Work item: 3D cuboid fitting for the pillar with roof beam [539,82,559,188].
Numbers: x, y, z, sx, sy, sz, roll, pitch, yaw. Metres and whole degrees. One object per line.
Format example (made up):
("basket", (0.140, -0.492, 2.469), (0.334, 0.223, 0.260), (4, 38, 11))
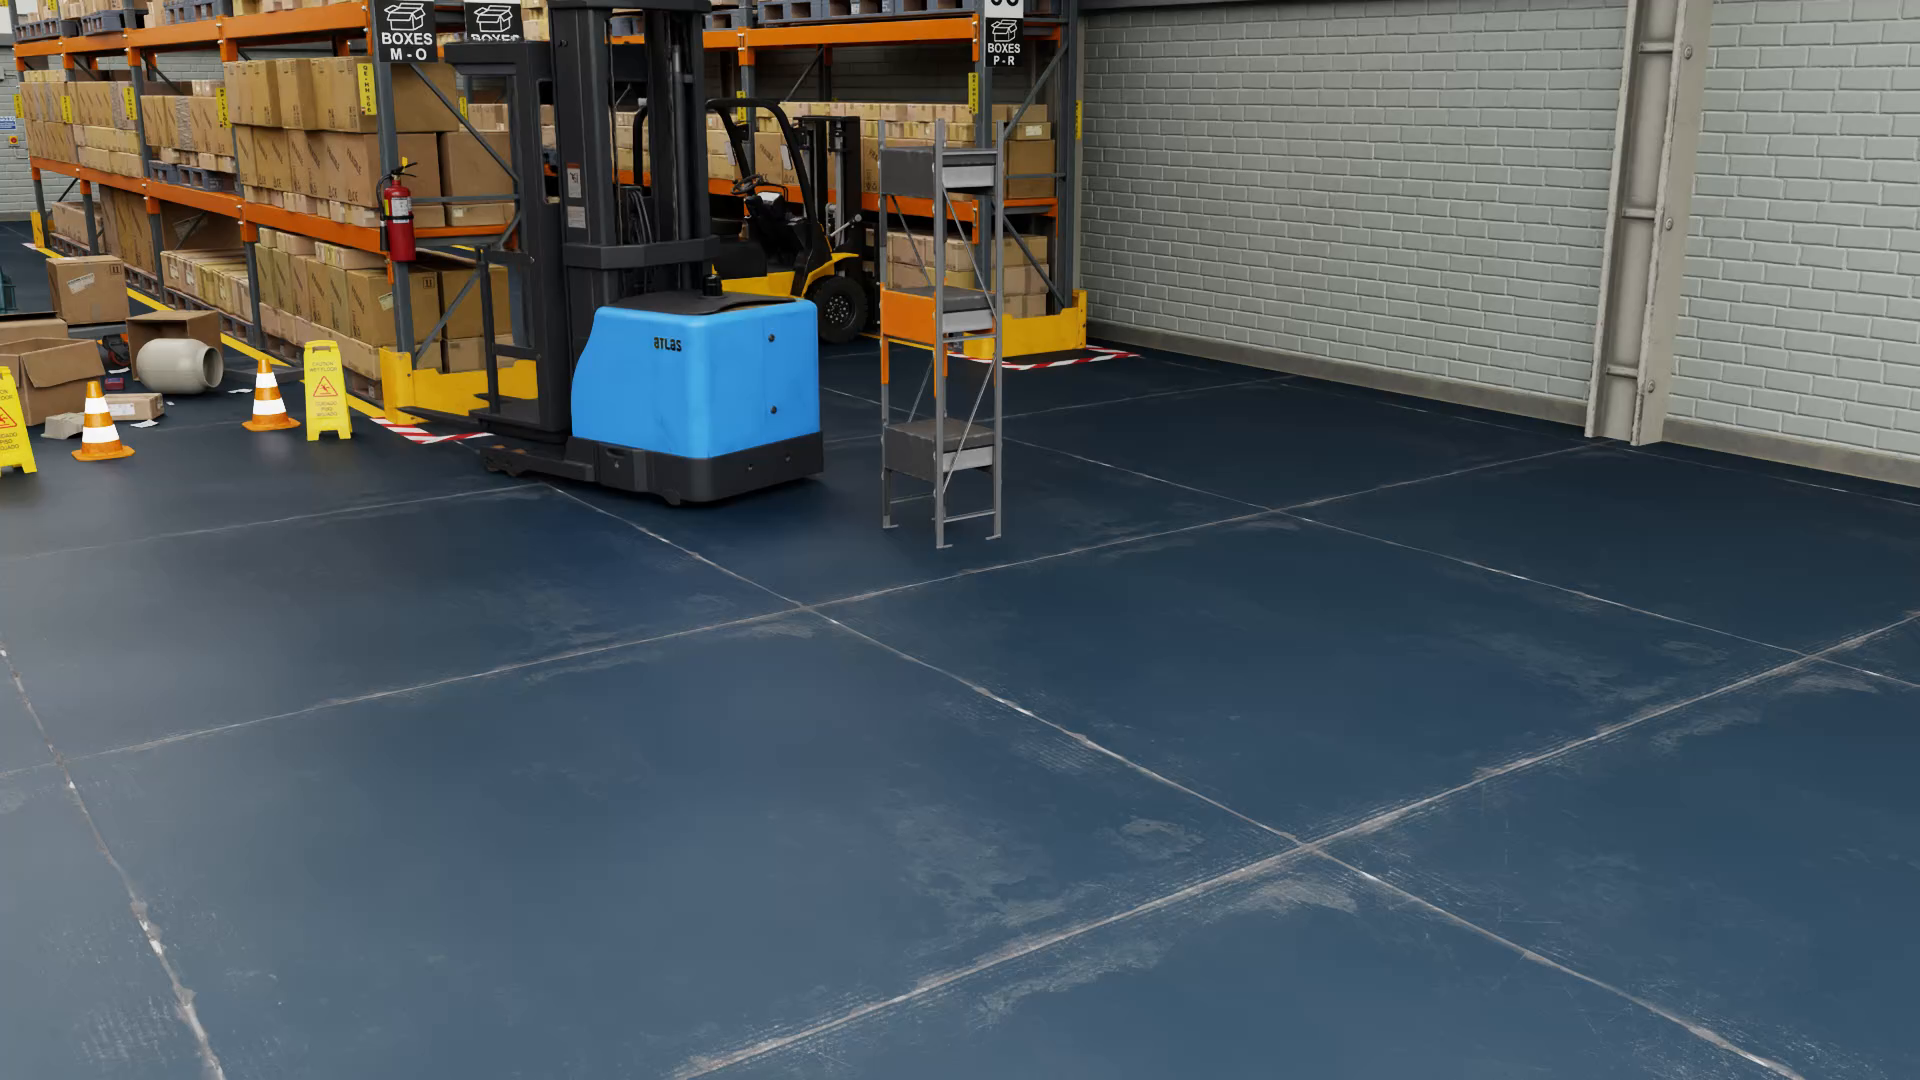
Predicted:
("pillar with roof beam", (-9.655, -8.193, 21.464), (9.100, 9.000, 0.400), (-11, 19, -35))

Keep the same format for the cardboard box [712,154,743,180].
("cardboard box", (-2.297, -3.965, 17.666), (0.500, 0.250, 0.500), (-10, 18, -33))

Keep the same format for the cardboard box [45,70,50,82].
("cardboard box", (-11.801, -6.100, 21.870), (0.380, 0.149, 0.250), (-11, 19, -35))

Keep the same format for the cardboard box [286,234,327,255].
("cardboard box", (-5.184, -2.380, 13.353), (0.380, 0.149, 0.250), (-10, 18, -31))

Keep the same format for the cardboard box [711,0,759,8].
("cardboard box", (-2.411, -5.742, 17.375), (0.500, 0.311, 0.500), (-12, 19, -36))

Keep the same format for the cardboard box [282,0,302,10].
("cardboard box", (-4.825, -4.025, 12.393), (0.380, 0.149, 0.250), (-11, 19, -35))

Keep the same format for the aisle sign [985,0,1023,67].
("aisle sign", (0.364, -4.311, 13.720), (0.394, 0.787, 0.004), (-11, 19, -35))

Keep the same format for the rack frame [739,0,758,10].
("rack frame", (-1.789, -6.864, 16.609), (1.000, 3.000, 0.127), (-11, 19, -35))

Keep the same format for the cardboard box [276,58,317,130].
("cardboard box", (-4.601, -3.297, 12.292), (0.700, 0.500, 0.500), (-11, 19, -35))

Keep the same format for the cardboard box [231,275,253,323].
("cardboard box", (-6.112, -2.246, 15.283), (0.950, 0.372, 0.625), (-11, 19, -34))

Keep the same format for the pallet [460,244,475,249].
("pallet", (-6.896, -4.481, 24.547), (1.003, 0.211, 1.213), (-11, 19, -35))

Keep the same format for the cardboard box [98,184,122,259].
("cardboard box", (-10.076, -3.965, 20.612), (0.875, 0.875, 0.875), (-10, 18, -33))

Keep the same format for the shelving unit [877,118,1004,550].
("shelving unit", (-0.097, -1.048, 8.428), (0.431, 2.100, 0.503), (-11, 19, -35))

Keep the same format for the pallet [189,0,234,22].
("pallet", (-6.078, -4.704, 14.754), (1.213, 0.211, 1.003), (-11, 19, -35))

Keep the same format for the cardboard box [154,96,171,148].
("cardboard box", (-7.764, -4.206, 16.711), (0.500, 0.500, 0.500), (-10, 18, -32))

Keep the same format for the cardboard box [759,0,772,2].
("cardboard box", (-1.771, -5.404, 16.448), (0.380, 0.149, 0.250), (-10, 18, -33))

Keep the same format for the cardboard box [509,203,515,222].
("cardboard box", (-5.779, -4.318, 22.611), (0.500, 0.500, 0.500), (-12, 19, -36))

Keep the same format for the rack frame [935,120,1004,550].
("rack frame", (0.046, -0.996, 8.238), (0.400, 2.100, 0.015), (-11, 19, -35))

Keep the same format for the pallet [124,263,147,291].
("pallet", (-9.269, -3.149, 19.681), (1.003, 0.211, 1.213), (-11, 19, -35))

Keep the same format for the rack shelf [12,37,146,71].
("rack shelf", (-11.681, -6.435, 22.084), (1.077, 0.370, 4.000), (-11, 19, -35))

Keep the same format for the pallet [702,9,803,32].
("pallet", (-2.318, -5.511, 17.711), (0.805, 0.209, 1.217), (-12, 19, -37))

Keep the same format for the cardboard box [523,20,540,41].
("cardboard box", (-5.229, -6.485, 21.191), (0.500, 0.250, 0.500), (-11, 19, -35))

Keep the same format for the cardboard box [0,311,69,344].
("cardboard box", (-7.087, -1.387, 12.434), (0.797, 0.637, 0.503), (-11, 19, -35))

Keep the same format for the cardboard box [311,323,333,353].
("cardboard box", (-4.753, -1.575, 13.062), (0.500, 0.250, 0.500), (-12, 19, -37))

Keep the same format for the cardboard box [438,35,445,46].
("cardboard box", (-7.235, -7.147, 23.800), (0.380, 0.149, 0.250), (-10, 18, -33))

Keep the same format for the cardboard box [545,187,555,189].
("cardboard box", (-5.884, -4.899, 23.506), (0.380, 0.149, 0.250), (-11, 19, -35))

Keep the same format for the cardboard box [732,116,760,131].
("cardboard box", (-2.169, -4.370, 17.443), (0.380, 0.149, 0.250), (-10, 18, -33))

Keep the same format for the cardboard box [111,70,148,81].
("cardboard box", (-10.481, -5.859, 20.988), (0.380, 0.149, 0.250), (-11, 19, -35))

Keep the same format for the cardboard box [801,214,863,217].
("cardboard box", (-1.343, -3.254, 17.303), (0.500, 0.250, 0.500), (-10, 18, -33))

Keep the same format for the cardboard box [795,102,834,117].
("cardboard box", (-1.389, -4.195, 16.240), (0.380, 0.149, 0.250), (-10, 18, -33))

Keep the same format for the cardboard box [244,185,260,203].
("cardboard box", (-5.876, -2.961, 14.189), (0.380, 0.149, 0.250), (-11, 19, -35))

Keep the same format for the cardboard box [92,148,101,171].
("cardboard box", (-9.866, -4.478, 19.540), (0.500, 0.250, 0.500), (-11, 19, -35))

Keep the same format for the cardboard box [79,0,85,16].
("cardboard box", (-9.714, -6.048, 18.767), (0.396, 0.266, 0.258), (-9, 18, -30))

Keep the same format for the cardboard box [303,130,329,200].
("cardboard box", (-4.574, -2.825, 12.463), (0.500, 0.500, 0.500), (-11, 19, -35))

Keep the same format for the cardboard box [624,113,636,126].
("cardboard box", (-3.698, -4.911, 19.417), (0.380, 0.149, 0.250), (-11, 19, -34))

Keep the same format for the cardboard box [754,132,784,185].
("cardboard box", (-1.739, -3.884, 16.894), (0.500, 0.500, 0.500), (-12, 19, -36))

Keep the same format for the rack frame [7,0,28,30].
("rack frame", (-12.857, -8.655, 23.154), (1.000, 3.000, 0.127), (-11, 19, -35))

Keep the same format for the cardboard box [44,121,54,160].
("cardboard box", (-11.895, -5.343, 22.228), (0.500, 0.500, 0.500), (-10, 18, -33))

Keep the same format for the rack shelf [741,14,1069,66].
("rack shelf", (-0.613, -4.643, 15.540), (1.077, 0.370, 4.000), (-11, 19, -35))

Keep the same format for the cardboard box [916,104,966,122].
("cardboard box", (-0.164, -3.764, 14.666), (0.380, 0.149, 0.250), (-10, 18, -33))

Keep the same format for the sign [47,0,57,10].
("sign", (-10.953, -6.556, 20.034), (0.100, 0.325, 0.005), (-11, 19, -35))

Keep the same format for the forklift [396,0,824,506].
("forklift", (-2.285, -1.891, 9.933), (3.031, 2.935, 1.130), (11, 19, 36))

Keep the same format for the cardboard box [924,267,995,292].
("cardboard box", (0.024, -2.289, 14.725), (0.500, 0.250, 0.500), (-11, 19, -35))

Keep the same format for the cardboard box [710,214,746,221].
("cardboard box", (-2.555, -3.304, 18.670), (0.875, 0.625, 0.625), (-11, 19, -35))

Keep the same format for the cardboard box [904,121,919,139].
("cardboard box", (-0.281, -3.678, 14.913), (0.380, 0.149, 0.250), (-11, 19, -35))

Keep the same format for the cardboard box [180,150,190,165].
("cardboard box", (-7.500, -3.804, 16.474), (0.380, 0.149, 0.250), (-10, 18, -31))

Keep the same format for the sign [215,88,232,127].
("sign", (-6.248, -3.671, 14.113), (0.100, 0.325, 0.005), (-11, 19, -35))

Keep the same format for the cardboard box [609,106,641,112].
("cardboard box", (-4.317, -5.210, 20.944), (0.500, 0.500, 0.500), (-10, 18, -32))

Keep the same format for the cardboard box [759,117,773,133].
("cardboard box", (-1.814, -4.223, 16.905), (0.380, 0.149, 0.250), (-11, 19, -35))

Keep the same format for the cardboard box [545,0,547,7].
("cardboard box", (-4.964, -6.745, 20.821), (0.380, 0.149, 0.250), (-11, 19, -35))

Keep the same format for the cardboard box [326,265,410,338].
("cardboard box", (-4.441, -1.825, 12.554), (0.500, 0.500, 0.500), (-10, 18, -33))

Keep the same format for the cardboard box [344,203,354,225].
("cardboard box", (-4.215, -2.366, 12.013), (0.380, 0.149, 0.250), (-11, 19, -35))

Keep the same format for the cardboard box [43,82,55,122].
("cardboard box", (-11.605, -5.713, 21.684), (0.500, 0.500, 0.500), (-11, 19, -34))

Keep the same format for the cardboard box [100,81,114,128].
("cardboard box", (-9.264, -4.869, 18.601), (0.500, 0.500, 0.500), (-11, 19, -34))

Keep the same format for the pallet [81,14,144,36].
("pallet", (-9.235, -5.777, 18.676), (1.003, 0.211, 1.213), (-10, 18, -32))

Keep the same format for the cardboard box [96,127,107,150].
("cardboard box", (-9.571, -4.612, 19.083), (0.500, 0.250, 0.500), (-12, 19, -36))
